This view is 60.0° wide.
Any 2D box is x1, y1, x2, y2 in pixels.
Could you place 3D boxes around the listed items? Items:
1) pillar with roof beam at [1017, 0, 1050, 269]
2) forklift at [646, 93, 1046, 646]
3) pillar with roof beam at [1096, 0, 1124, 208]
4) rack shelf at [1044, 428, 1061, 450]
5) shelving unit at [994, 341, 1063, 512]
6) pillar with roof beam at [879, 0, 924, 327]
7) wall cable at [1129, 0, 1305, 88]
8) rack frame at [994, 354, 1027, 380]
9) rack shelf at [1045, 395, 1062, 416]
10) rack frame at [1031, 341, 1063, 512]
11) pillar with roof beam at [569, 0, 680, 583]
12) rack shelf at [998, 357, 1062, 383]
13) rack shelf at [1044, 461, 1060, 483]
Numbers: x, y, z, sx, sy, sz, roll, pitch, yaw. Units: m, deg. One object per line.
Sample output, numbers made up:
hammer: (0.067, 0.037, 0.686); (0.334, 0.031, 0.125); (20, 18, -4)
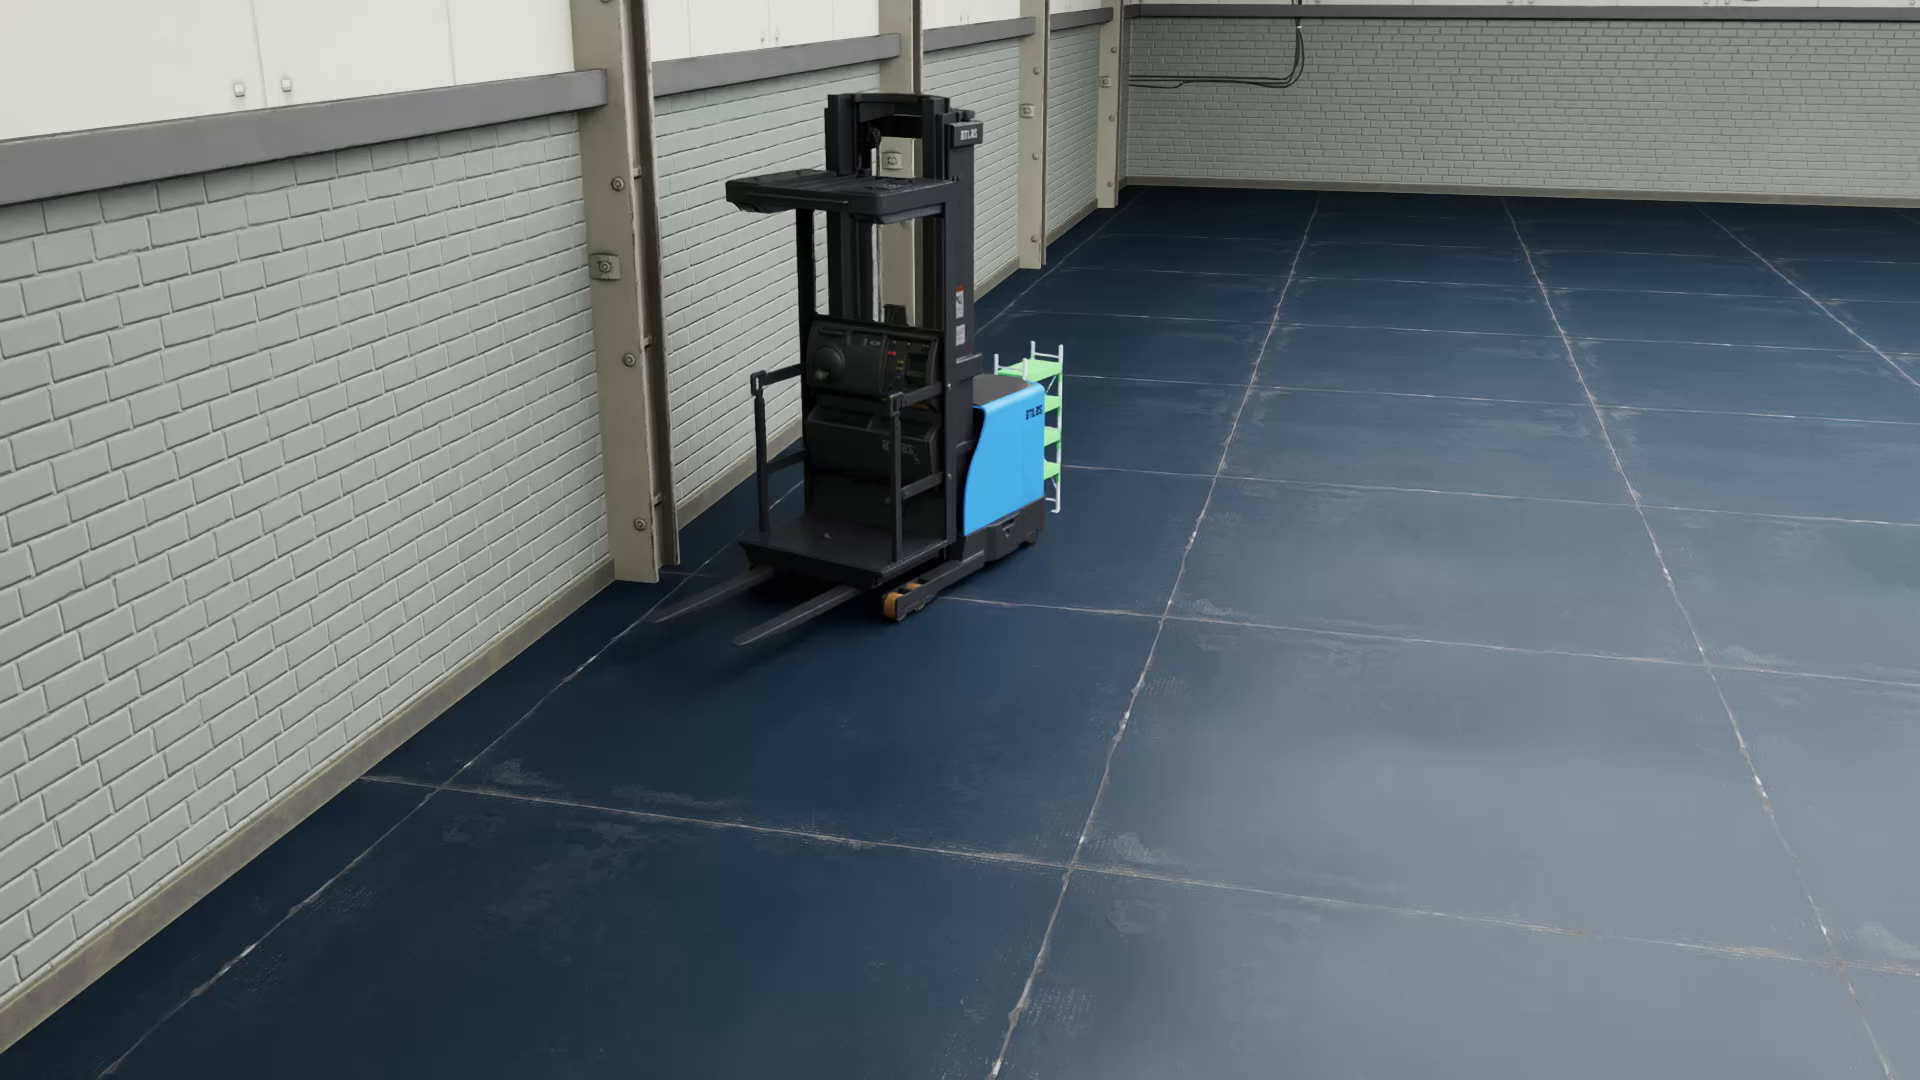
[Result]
pillar with roof beam: (5.101, -7.484, 19.175); (9.100, 9.000, 0.400); (5, 19, 13)
forklift: (-0.644, -1.084, 9.828); (1.130, 2.935, 3.031); (12, 22, 31)
pillar with roof beam: (6.567, -9.364, 24.681); (9.100, 9.000, 0.400); (5, 19, 13)
rack shelf: (0.467, -0.658, 11.456); (0.258, 0.148, 0.480); (12, 22, 31)
shelving unit: (0.467, -0.719, 11.435); (0.258, 1.200, 0.503); (12, 22, 31)
pillar with roof beam: (3.635, -5.603, 13.670); (9.100, 9.000, 0.400); (5, 19, 13)
wall cable: (4.395, -9.054, 28.576); (3.097, 2.526, 0.112); (5, 19, 13)
rack frame: (0.335, -0.652, 11.240); (0.240, 1.200, 0.015); (12, 22, 31)
rack shelf: (0.467, -0.885, 11.378); (0.258, 0.148, 0.480); (12, 22, 31)
rack frame: (0.598, -0.785, 11.630); (0.240, 1.200, 0.015); (12, 22, 31)
pillar with roof beam: (2.169, -3.722, 8.164); (9.100, 9.000, 0.400); (5, 19, 13)
rack shelf: (0.467, -1.112, 11.300); (0.258, 0.148, 0.480); (12, 22, 31)
rack shelf: (0.467, -0.431, 11.533); (0.258, 0.148, 0.480); (12, 22, 31)
